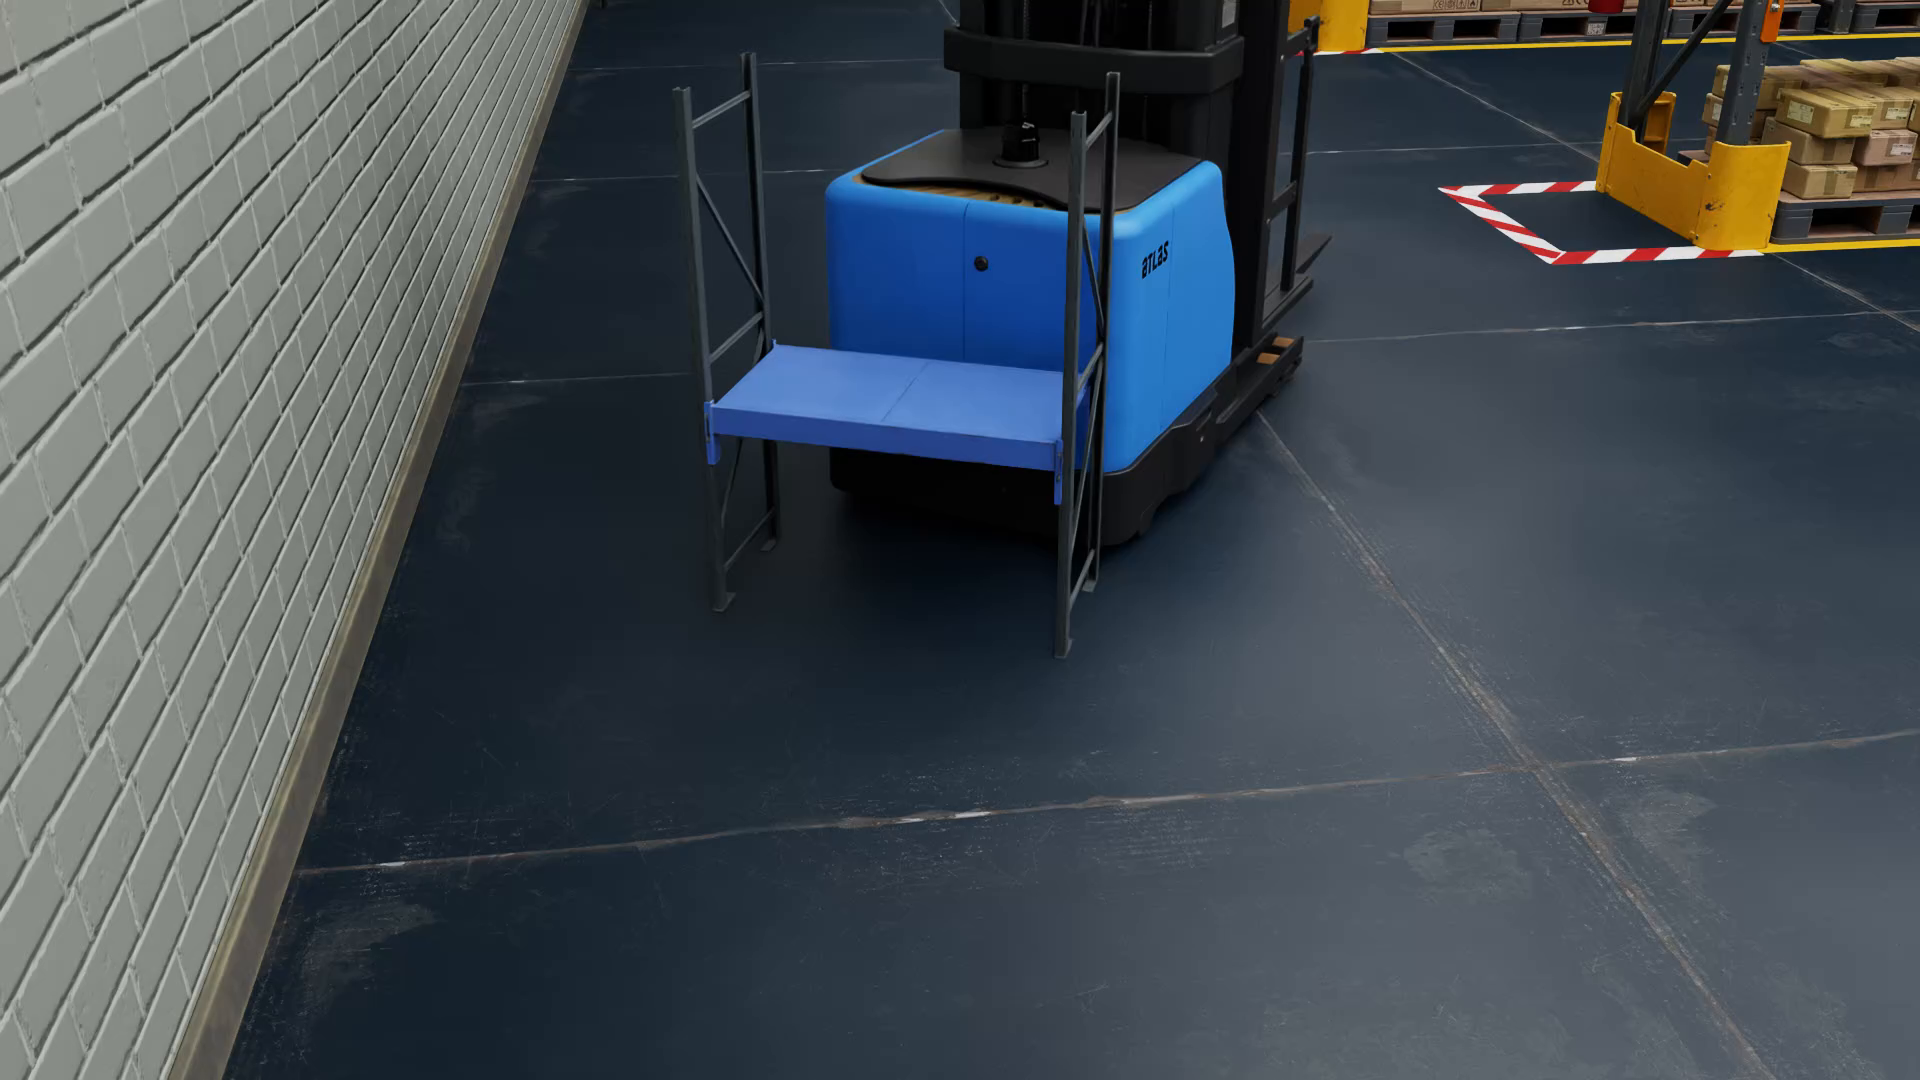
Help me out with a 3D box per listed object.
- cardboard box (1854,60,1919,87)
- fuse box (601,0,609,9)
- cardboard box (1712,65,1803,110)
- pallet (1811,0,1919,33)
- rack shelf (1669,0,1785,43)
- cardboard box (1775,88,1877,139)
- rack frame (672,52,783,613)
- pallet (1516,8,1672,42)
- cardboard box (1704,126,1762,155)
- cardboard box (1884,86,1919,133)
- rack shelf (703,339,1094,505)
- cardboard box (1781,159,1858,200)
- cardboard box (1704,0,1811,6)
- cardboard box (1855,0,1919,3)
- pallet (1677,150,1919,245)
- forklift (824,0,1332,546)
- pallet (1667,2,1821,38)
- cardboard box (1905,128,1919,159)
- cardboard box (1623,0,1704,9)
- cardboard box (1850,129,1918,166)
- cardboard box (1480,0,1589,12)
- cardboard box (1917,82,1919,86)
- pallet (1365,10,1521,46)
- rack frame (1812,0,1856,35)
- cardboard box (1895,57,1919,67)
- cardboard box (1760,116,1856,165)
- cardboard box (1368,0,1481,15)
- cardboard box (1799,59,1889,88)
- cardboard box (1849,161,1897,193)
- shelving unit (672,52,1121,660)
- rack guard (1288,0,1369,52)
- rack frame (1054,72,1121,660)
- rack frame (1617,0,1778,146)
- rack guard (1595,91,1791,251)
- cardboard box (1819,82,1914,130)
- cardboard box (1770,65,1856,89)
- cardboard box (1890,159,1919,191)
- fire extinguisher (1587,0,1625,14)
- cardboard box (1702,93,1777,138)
[{"bbox_3d":[4.822,-2.363,8.581,0.250,0.149,0.380,-5,28,-9],"label":"cardboard box"},{"bbox_3d":[-2.946,-5.228,13.564,0.414,1.711,0.539,-4,27,-7],"label":"fuse box"},{"bbox_3d":[4.062,-2.311,8.480,0.250,0.149,0.380,-3,27,-7],"label":"cardboard box"},{"bbox_3d":[7.497,-4.308,13.415,1.213,0.211,1.003,-4,27,-7],"label":"pallet"},{"bbox_3d":[5.553,-2.787,8.184,4.000,0.370,1.077,-4,27,-7],"label":"rack shelf"},{"bbox_3d":[4.139,-2.043,7.957,0.250,0.149,0.380,-5,28,-9],"label":"cardboard box"},{"bbox_3d":[-0.641,-0.566,4.710,0.032,1.500,0.500,7,28,13],"label":"rack frame"},{"bbox_3d":[4.769,-4.133,13.074,1.213,0.211,1.003,-4,27,-7],"label":"pallet"},{"bbox_3d":[4.065,-2.026,8.576,0.250,0.149,0.380,-3,27,-6],"label":"cardboard box"},{"bbox_3d":[4.662,-2.073,8.015,0.250,0.149,0.380,-4,27,-7],"label":"cardboard box"},{"bbox_3d":[-0.150,-0.346,4.675,1.000,0.185,0.538,7,28,13],"label":"rack shelf"},{"bbox_3d":[4.136,-1.787,8.110,0.250,0.149,0.380,-3,27,-6],"label":"cardboard box"},{"bbox_3d":[6.107,-4.521,13.122,0.875,0.438,0.875,-4,27,-8],"label":"cardboard box"},{"bbox_3d":[7.347,-4.783,13.153,0.875,0.875,0.875,-3,27,-6],"label":"cardboard box"},{"bbox_3d":[4.457,-1.780,8.488,1.213,0.211,1.003,-4,27,-7],"label":"pallet"},{"bbox_3d":[0.682,-1.929,5.798,1.130,2.935,3.031,13,30,23],"label":"forklift"},{"bbox_3d":[5.980,-4.212,13.228,1.213,0.211,1.003,-4,27,-7],"label":"pallet"},{"bbox_3d":[4.636,-1.996,8.190,0.250,0.149,0.380,-3,27,-6],"label":"cardboard box"},{"bbox_3d":[5.221,-4.464,13.011,0.875,0.438,0.875,-4,27,-9],"label":"cardboard box"},{"bbox_3d":[4.406,-1.940,8.082,0.250,0.149,0.380,-4,27,-7],"label":"cardboard box"},{"bbox_3d":[4.328,-4.407,12.900,0.875,0.438,0.875,-3,27,-6],"label":"cardboard box"},{"bbox_3d":[4.896,-2.126,8.119,0.250,0.149,0.380,-5,28,-10],"label":"cardboard box"},{"bbox_3d":[3.564,-4.057,12.925,1.213,0.211,1.003,-4,27,-7],"label":"pallet"},{"bbox_3d":[6.744,-5.466,12.616,0.127,3.000,1.000,-4,27,-7],"label":"rack frame"},{"bbox_3d":[5.081,-2.405,8.663,0.250,0.149,0.380,-3,27,-5],"label":"cardboard box"},{"bbox_3d":[4.127,-1.948,8.098,0.250,0.149,0.380,-3,27,-5],"label":"cardboard box"},{"bbox_3d":[3.422,-4.345,12.780,0.875,0.438,0.875,-5,28,-9],"label":"cardboard box"},{"bbox_3d":[4.557,-2.375,8.605,0.250,0.149,0.380,-4,27,-8],"label":"cardboard box"},{"bbox_3d":[4.384,-1.841,8.214,0.250,0.149,0.380,-4,27,-7],"label":"cardboard box"},{"bbox_3d":[-0.150,-0.506,4.593,1.048,1.500,0.538,7,28,13],"label":"shelving unit"},{"bbox_3d":[2.759,-4.098,12.688,0.348,0.500,1.175,-4,27,-7],"label":"rack guard"},{"bbox_3d":[0.341,-0.446,4.476,0.032,1.500,0.500,7,28,13],"label":"rack frame"},{"bbox_3d":[3.573,-2.980,7.772,0.127,3.000,1.000,-4,27,-7],"label":"rack frame"},{"bbox_3d":[3.648,-1.873,8.352,0.348,0.500,1.175,-4,27,-7],"label":"rack guard"},{"bbox_3d":[4.395,-2.115,8.097,0.250,0.149,0.380,-3,27,-6],"label":"cardboard box"},{"bbox_3d":[4.318,-2.301,8.461,0.250,0.149,0.380,-3,27,-6],"label":"cardboard box"},{"bbox_3d":[4.629,-1.860,8.251,0.250,0.149,0.380,-3,27,-7],"label":"cardboard box"},{"bbox_3d":[3.259,-2.972,8.250,0.183,0.674,0.296,-4,27,-7],"label":"fire extinguisher"},{"bbox_3d":[4.055,-2.193,8.576,0.250,0.149,0.380,-4,27,-8],"label":"cardboard box"}]
